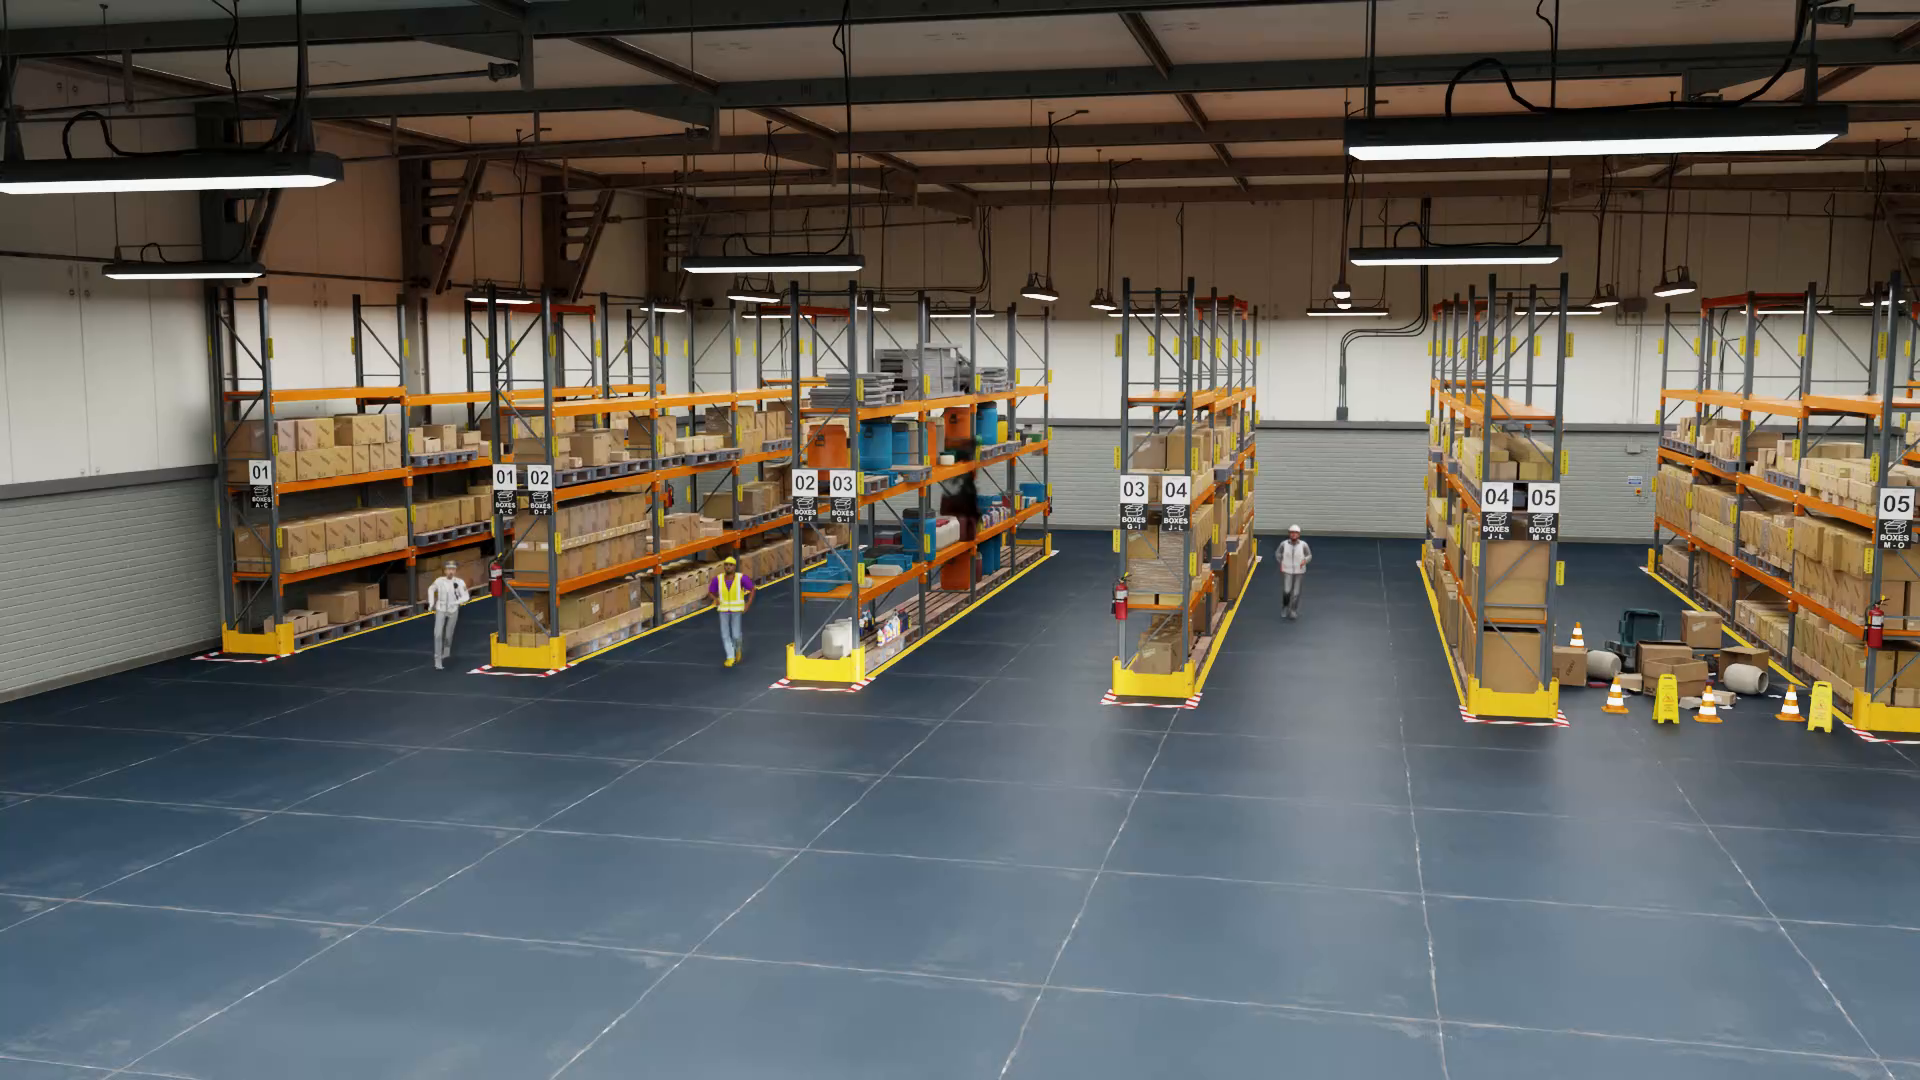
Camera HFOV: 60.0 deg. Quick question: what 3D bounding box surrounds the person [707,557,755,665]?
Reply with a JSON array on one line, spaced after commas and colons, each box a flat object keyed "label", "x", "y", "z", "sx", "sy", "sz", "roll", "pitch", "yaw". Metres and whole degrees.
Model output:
[{"label": "person", "x": -3.623, "y": 1.126, "z": 26.204, "sx": 0.745, "sy": 1.729, "sz": 0.492, "roll": 0, "pitch": 7, "yaw": 0}]

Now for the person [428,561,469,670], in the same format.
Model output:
[{"label": "person", "x": -8.117, "y": 1.161, "z": 26.397, "sx": 0.638, "sy": 1.705, "sz": 0.860, "roll": -1, "pitch": 7, "yaw": -12}]

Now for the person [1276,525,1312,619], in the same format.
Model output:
[{"label": "person", "x": 6.173, "y": 0.600, "z": 30.748, "sx": 0.661, "sy": 1.759, "sz": 0.677, "roll": 1, "pitch": 7, "yaw": 9}]
